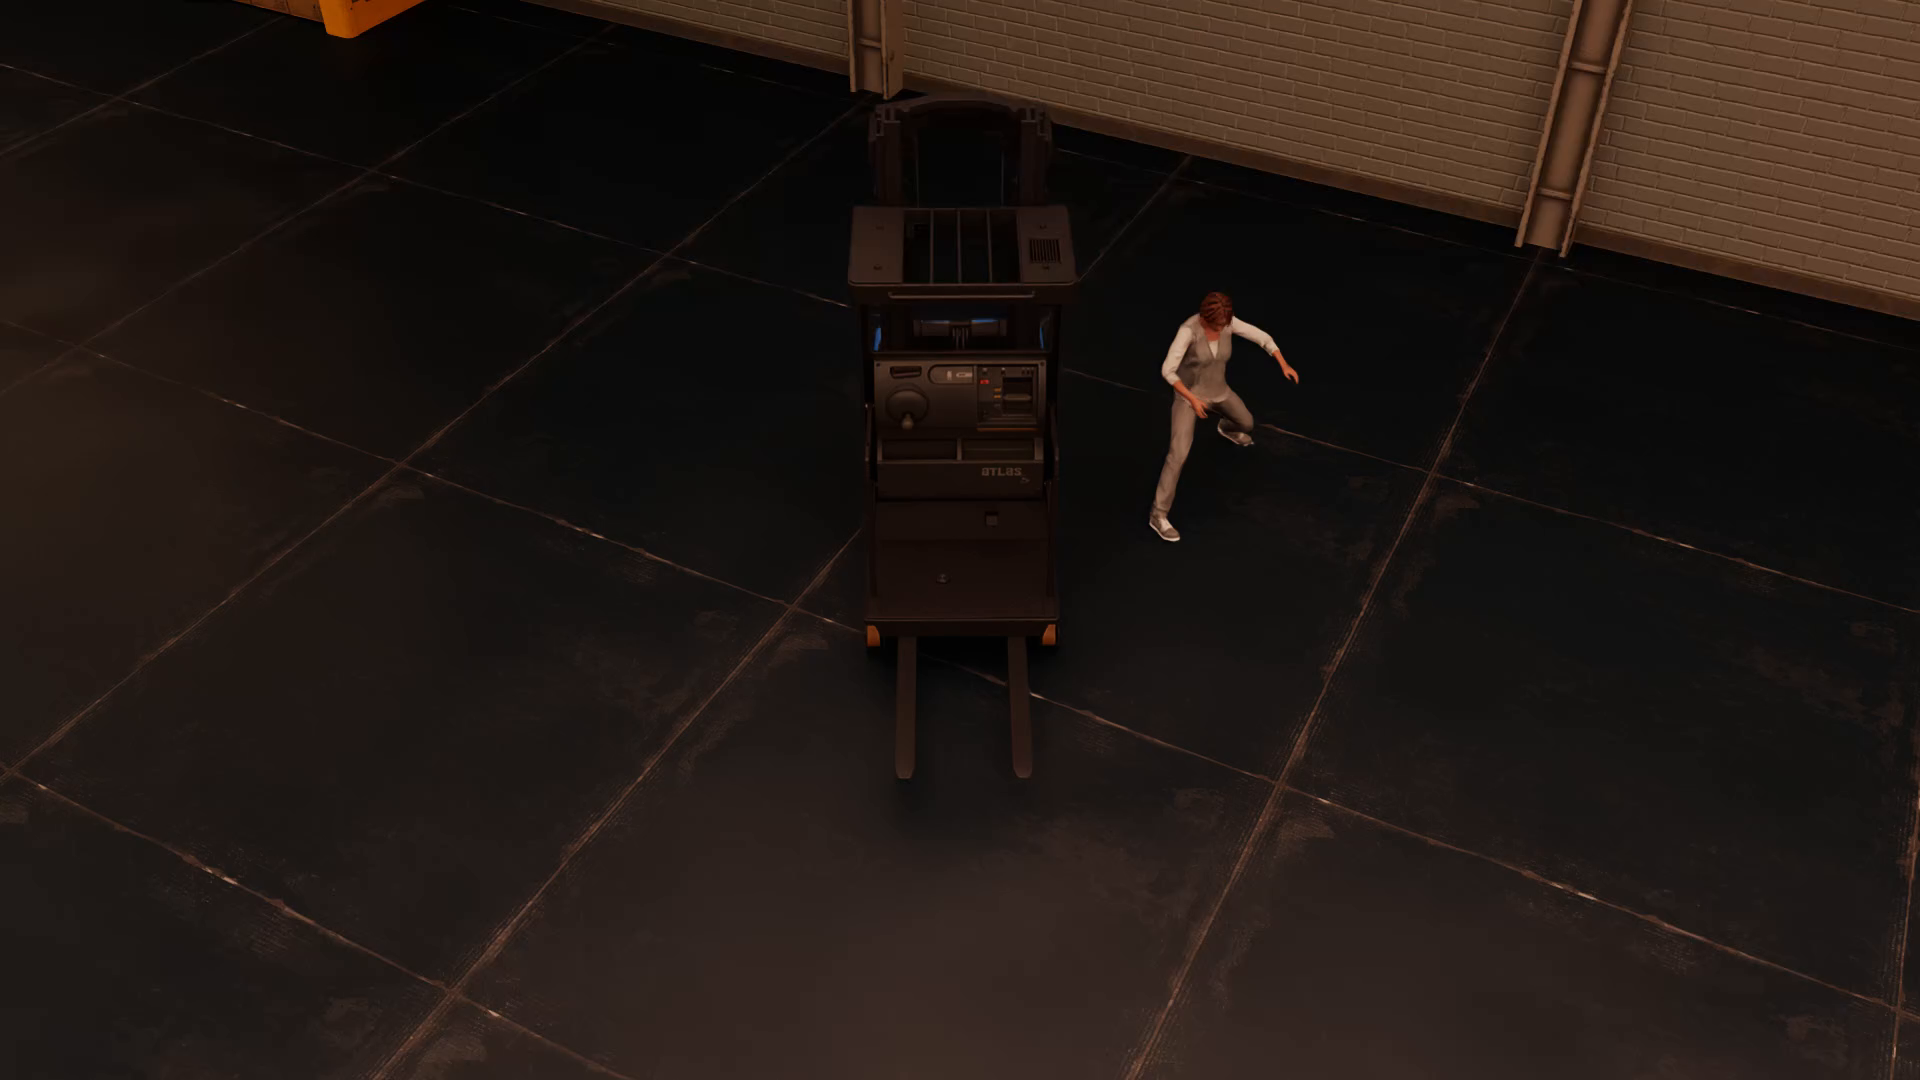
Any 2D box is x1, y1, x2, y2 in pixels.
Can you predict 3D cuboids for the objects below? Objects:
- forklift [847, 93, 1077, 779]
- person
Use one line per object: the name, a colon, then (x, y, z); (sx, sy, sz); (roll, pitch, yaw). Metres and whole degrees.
forklift: (0.006, -0.712, 8.832); (1.130, 2.935, 3.031); (0, 40, 0)
person: (1.578, -0.871, 10.216); (1.073, 1.428, 0.867); (-17, 43, -19)
